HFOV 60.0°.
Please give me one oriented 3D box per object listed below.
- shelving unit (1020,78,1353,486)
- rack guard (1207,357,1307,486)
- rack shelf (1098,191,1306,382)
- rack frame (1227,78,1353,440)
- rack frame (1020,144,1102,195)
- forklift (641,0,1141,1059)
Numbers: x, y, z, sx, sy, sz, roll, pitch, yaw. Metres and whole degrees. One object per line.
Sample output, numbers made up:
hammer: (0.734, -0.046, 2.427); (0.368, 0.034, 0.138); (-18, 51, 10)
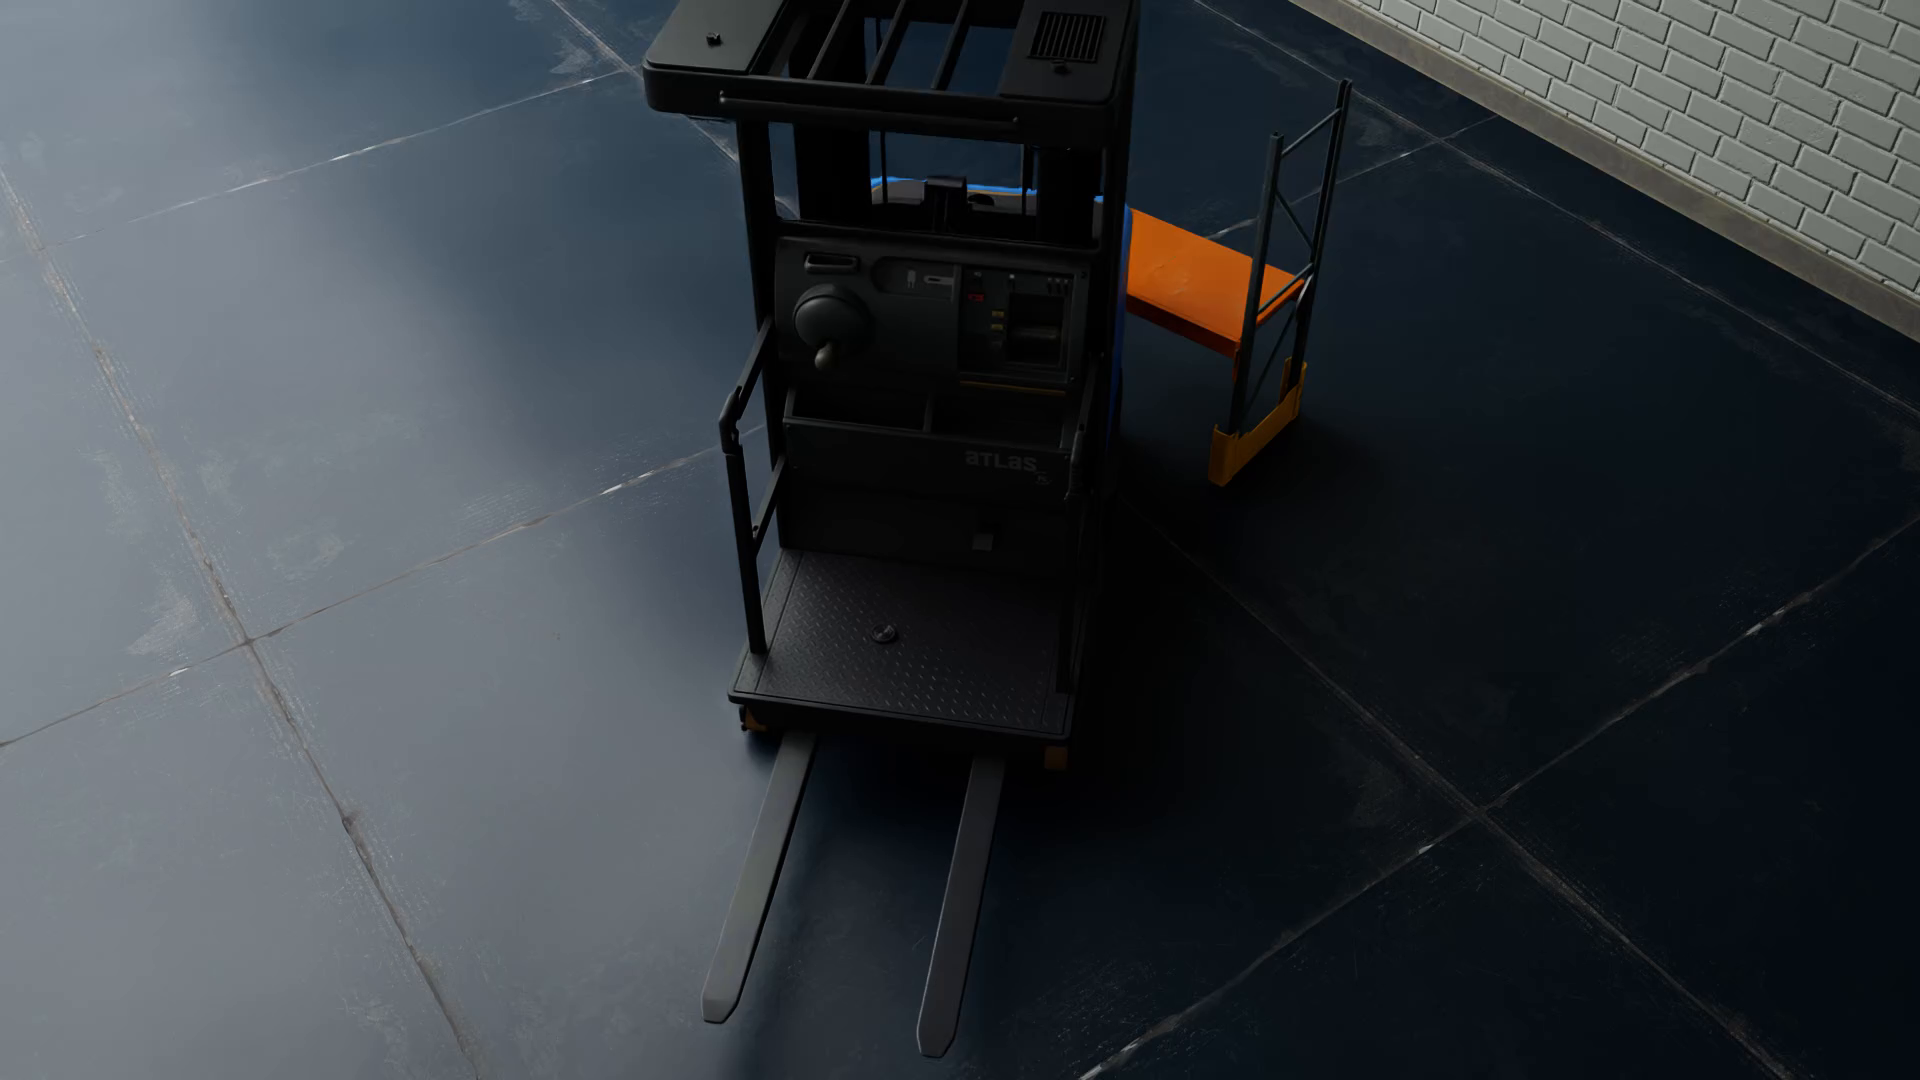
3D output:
shelving unit: (0.787, -1.140, 6.358); (1.083, 1.500, 0.587); (29, 51, 27)
rack guard: (1.174, -0.472, 6.563); (0.087, 0.250, 0.587); (29, 51, 27)
rack shelf: (0.794, -1.006, 6.478); (1.000, 0.185, 0.538); (29, 51, 27)
rack frame: (1.189, -0.916, 6.123); (0.032, 1.500, 0.500); (29, 51, 27)
rack frame: (0.398, -1.357, 6.585); (0.032, 1.500, 0.500); (29, 51, 27)
forklift: (-0.121, -0.575, 4.730); (1.130, 2.935, 3.031); (7, 44, 7)
